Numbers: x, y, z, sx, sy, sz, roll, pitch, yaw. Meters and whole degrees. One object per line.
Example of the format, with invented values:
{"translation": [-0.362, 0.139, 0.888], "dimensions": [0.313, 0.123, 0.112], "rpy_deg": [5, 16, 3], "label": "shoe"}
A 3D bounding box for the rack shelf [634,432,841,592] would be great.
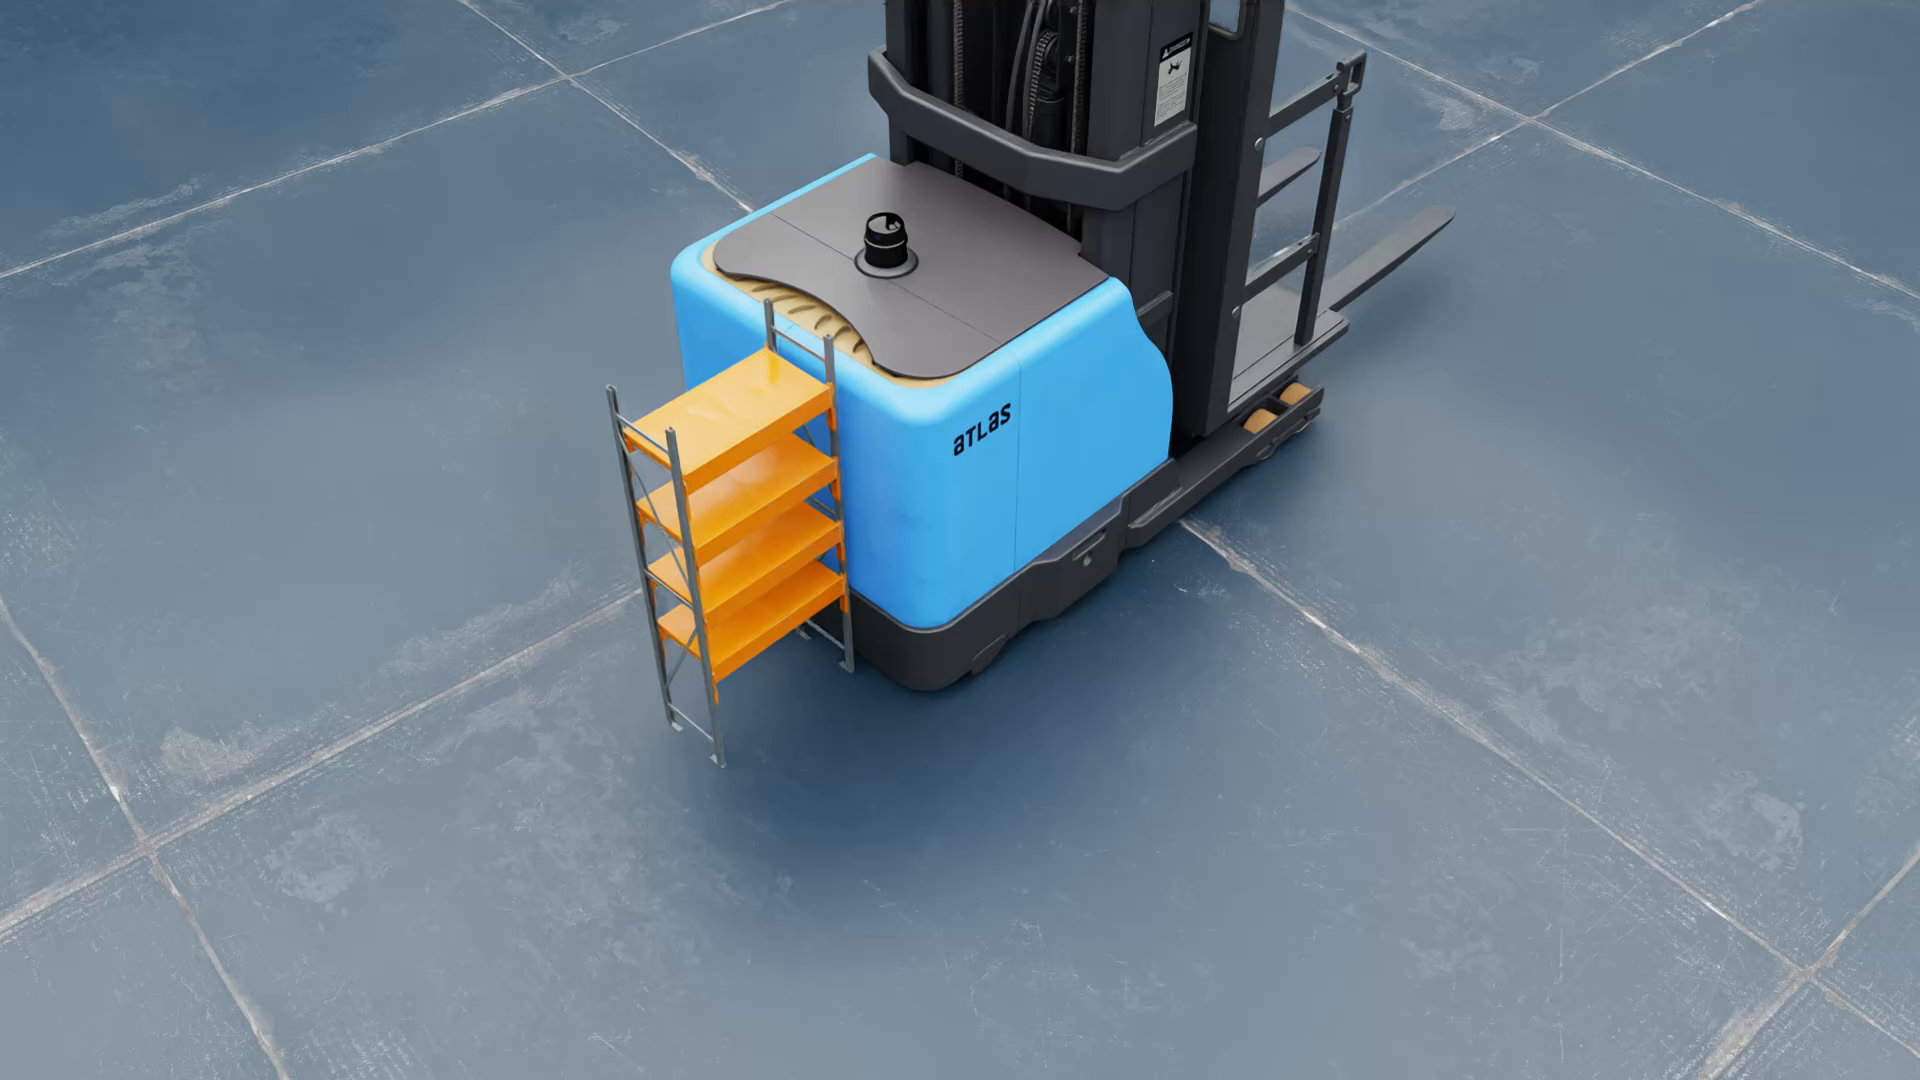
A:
{"translation": [-0.567, -0.101, 4.253], "dimensions": [0.258, 0.148, 0.480], "rpy_deg": [33, 52, 30], "label": "rack shelf"}

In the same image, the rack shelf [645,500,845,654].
{"translation": [-0.567, 0.062, 4.406], "dimensions": [0.258, 0.148, 0.480], "rpy_deg": [33, 52, 30], "label": "rack shelf"}

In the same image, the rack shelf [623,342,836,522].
{"translation": [-0.567, -0.274, 4.091], "dimensions": [0.258, 0.148, 0.480], "rpy_deg": [33, 52, 30], "label": "rack shelf"}

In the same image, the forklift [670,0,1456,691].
{"translation": [0.577, -1.555, 4.765], "dimensions": [1.130, 2.935, 3.031], "rpy_deg": [33, 52, 30], "label": "forklift"}

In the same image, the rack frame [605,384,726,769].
{"translation": [-0.736, 0.133, 4.232], "dimensions": [0.240, 1.200, 0.015], "rpy_deg": [33, 52, 30], "label": "rack frame"}

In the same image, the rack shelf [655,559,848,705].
{"translation": [-0.567, 0.206, 4.542], "dimensions": [0.258, 0.148, 0.480], "rpy_deg": [33, 52, 30], "label": "rack shelf"}

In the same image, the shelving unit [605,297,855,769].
{"translation": [-0.567, 0.013, 4.360], "dimensions": [0.258, 1.200, 0.503], "rpy_deg": [33, 52, 30], "label": "shelving unit"}

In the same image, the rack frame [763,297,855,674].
{"translation": [-0.398, -0.108, 4.489], "dimensions": [0.240, 1.200, 0.015], "rpy_deg": [33, 52, 30], "label": "rack frame"}
